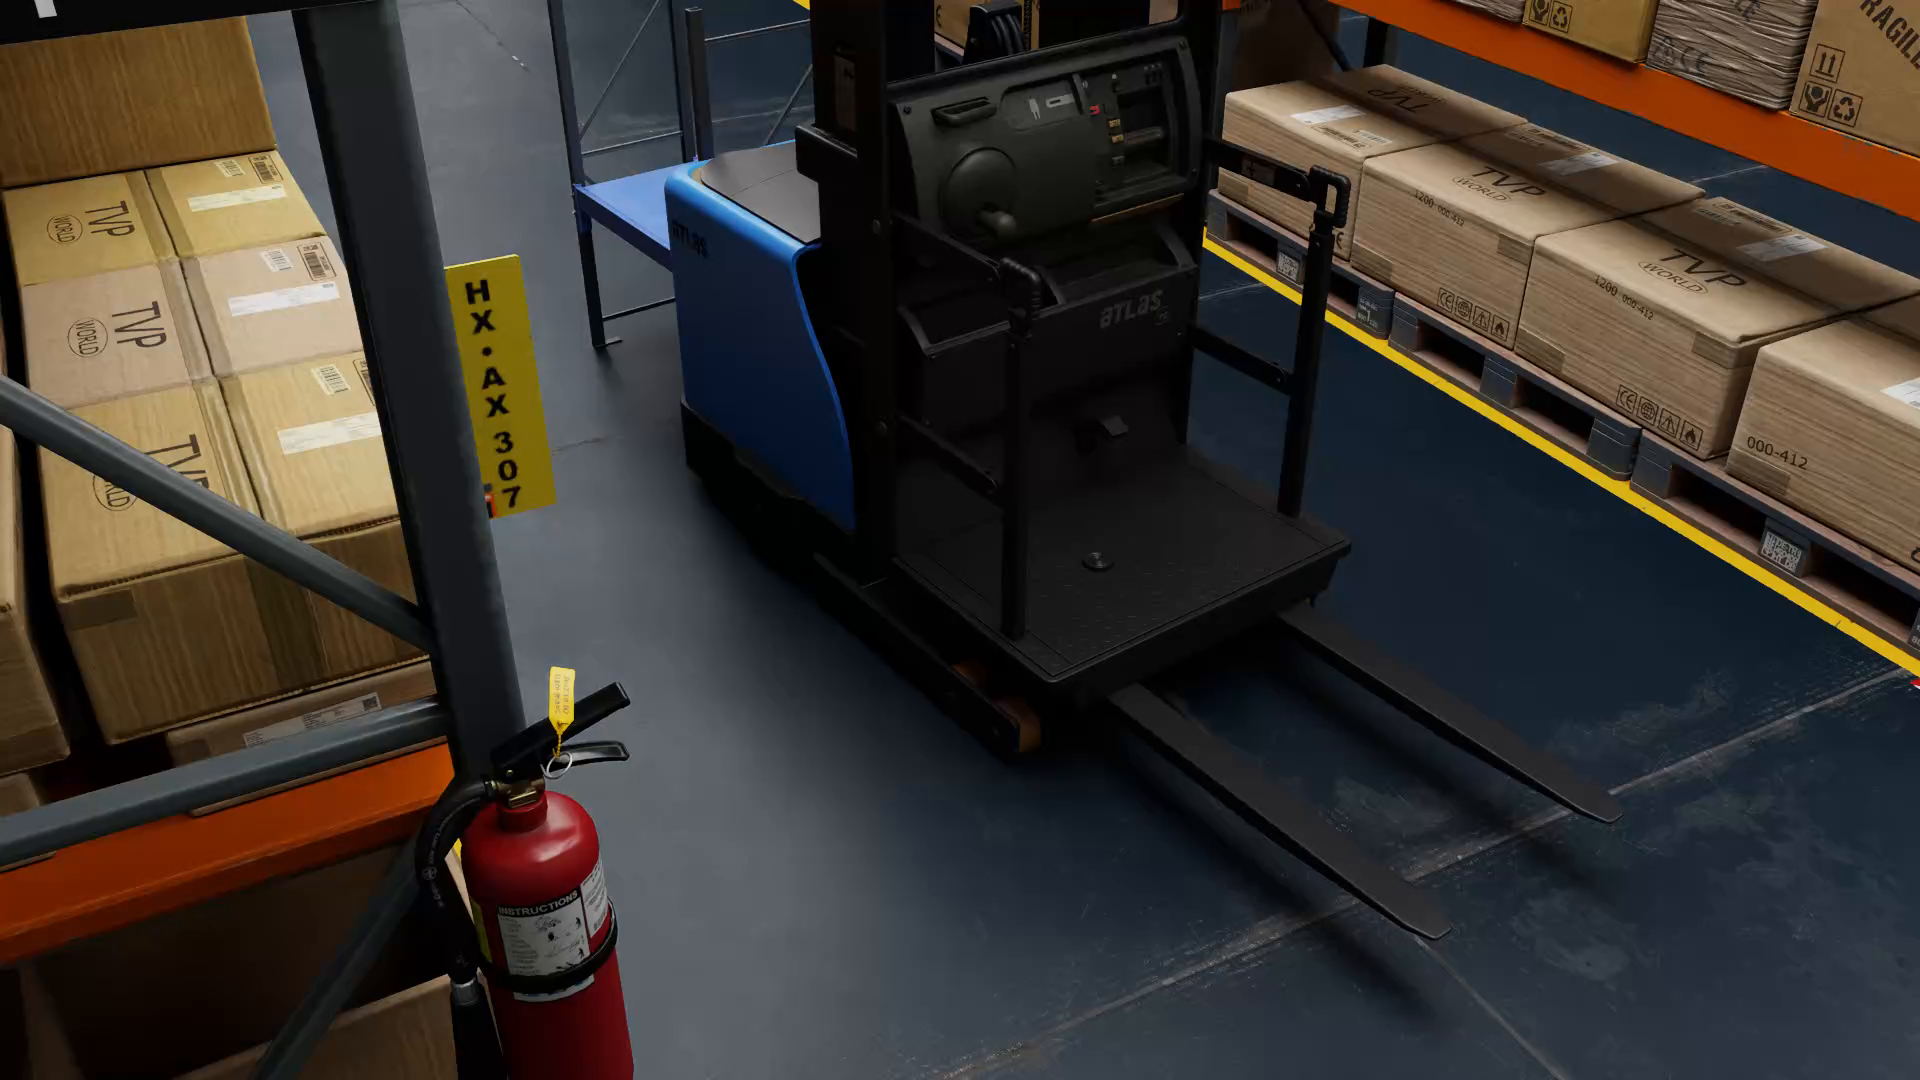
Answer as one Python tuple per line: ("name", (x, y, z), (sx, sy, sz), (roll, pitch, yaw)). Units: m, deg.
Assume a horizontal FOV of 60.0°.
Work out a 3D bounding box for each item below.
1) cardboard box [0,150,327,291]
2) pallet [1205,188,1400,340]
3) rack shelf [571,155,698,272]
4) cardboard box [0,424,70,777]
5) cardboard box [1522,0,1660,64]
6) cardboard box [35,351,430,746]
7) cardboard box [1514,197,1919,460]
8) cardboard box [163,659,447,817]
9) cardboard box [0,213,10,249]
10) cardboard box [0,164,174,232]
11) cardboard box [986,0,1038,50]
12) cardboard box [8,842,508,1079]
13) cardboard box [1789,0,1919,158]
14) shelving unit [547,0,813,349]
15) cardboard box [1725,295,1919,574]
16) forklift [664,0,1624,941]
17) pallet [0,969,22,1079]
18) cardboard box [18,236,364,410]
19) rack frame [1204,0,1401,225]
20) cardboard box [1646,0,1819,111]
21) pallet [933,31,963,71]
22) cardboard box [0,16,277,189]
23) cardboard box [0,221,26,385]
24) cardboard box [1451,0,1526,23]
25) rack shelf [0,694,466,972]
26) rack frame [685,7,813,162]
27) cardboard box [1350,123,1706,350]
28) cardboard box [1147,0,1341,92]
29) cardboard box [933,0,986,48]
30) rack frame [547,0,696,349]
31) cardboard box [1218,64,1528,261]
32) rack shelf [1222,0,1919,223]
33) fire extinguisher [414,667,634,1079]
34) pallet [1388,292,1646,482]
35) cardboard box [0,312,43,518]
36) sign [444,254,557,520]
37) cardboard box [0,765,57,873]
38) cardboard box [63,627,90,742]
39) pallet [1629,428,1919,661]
("cardboard box", (-1.467, -0.498, 3.110), (0.500, 0.250, 0.500), (-17, 36, -24))
("pallet", (1.791, -1.272, 7.040), (1.003, 0.211, 1.213), (-16, 36, -23))
("rack shelf", (-0.907, -1.082, 5.882), (0.538, 0.185, 1.000), (-22, 39, -30))
("cardboard box", (-1.468, 0.115, 2.153), (0.500, 0.250, 0.500), (-15, 36, -22))
("cardboard box", (2.190, -1.855, 5.273), (0.500, 0.500, 0.500), (-15, 35, -22))
("cardboard box", (-0.992, -0.016, 2.358), (0.500, 0.250, 0.500), (-16, 36, -23))
("cardboard box", (2.540, -0.743, 5.614), (0.875, 0.438, 0.875), (-15, 36, -22))
("cardboard box", (-0.930, 0.210, 2.374), (0.380, 0.149, 0.250), (-16, 36, -23))
("cardboard box", (-2.178, -0.618, 3.298), (0.500, 0.250, 0.500), (-16, 36, -23))
("cardboard box", (-1.724, -0.737, 3.482), (0.500, 0.250, 0.500), (-17, 36, -24))
("cardboard box", (0.717, -2.816, 8.445), (0.875, 0.875, 0.875), (-15, 36, -22))
("cardboard box", (-1.221, 0.889, 3.007), (0.797, 0.503, 0.637), (-17, 37, -25))
("cardboard box", (2.690, -1.369, 4.514), (0.500, 0.500, 0.500), (-17, 36, -24))
("shelving unit", (-0.907, -1.234, 5.785), (0.538, 1.500, 1.048), (-22, 39, -30))
("cardboard box", (2.974, -0.308, 4.936), (0.875, 0.438, 0.875), (-17, 36, -25))
("forklift", (0.372, -0.963, 4.037), (1.130, 2.935, 3.031), (-22, 39, -30))
("pallet", (-1.427, 1.088, 3.356), (1.003, 0.211, 1.213), (-16, 36, -23))
("cardboard box", (-1.228, -0.257, 2.733), (0.500, 0.250, 0.500), (-15, 36, -23))
("rack frame", (1.505, -2.829, 6.885), (1.000, 3.000, 0.127), (-16, 36, -23))
("cardboard box", (2.442, -1.612, 4.893), (0.500, 0.500, 0.500), (-15, 36, -22))
("pallet", (0.506, -2.587, 9.092), (1.003, 0.211, 1.213), (-16, 36, -23))
("cardboard box", (-1.692, -1.048, 3.273), (0.500, 0.500, 0.500), (-15, 36, -22))
("cardboard box", (-1.935, -0.369, 2.908), (0.500, 0.250, 0.500), (-15, 35, -22))
("cardboard box", (1.950, -2.101, 5.656), (0.500, 0.500, 0.500), (-16, 36, -23))
("rack shelf", (-1.952, -0.321, 3.638), (1.077, 0.370, 4.000), (-16, 36, -23))
("rack frame", (-0.605, -1.013, 5.441), (0.500, 1.500, 0.032), (-22, 39, -30))
("cardboard box", (2.121, -1.173, 6.287), (0.875, 0.438, 0.875), (-17, 36, -24))
("cardboard box", (1.145, -2.387, 7.775), (0.875, 0.875, 0.875), (-15, 35, -22))
("cardboard box", (0.301, -3.243, 9.111), (0.875, 0.875, 0.875), (-15, 36, -23))
("rack frame", (-1.209, -1.454, 6.129), (0.500, 1.500, 0.032), (-22, 39, -30))
("cardboard box", (1.703, -1.600, 6.953), (0.875, 0.438, 0.875), (-16, 36, -24))
("rack shelf", (2.438, -1.572, 5.589), (1.077, 0.370, 4.000), (-16, 36, -23))
("fire extinguisher", (-0.542, 0.474, 2.147), (0.296, 0.674, 0.183), (-16, 36, -23))
("pallet", (2.363, -0.689, 6.130), (1.003, 0.211, 1.213), (-16, 36, -23))
("cardboard box", (-1.708, -0.131, 2.537), (0.500, 0.250, 0.500), (-16, 36, -23))
("sign", (-0.539, -0.171, 1.934), (0.100, 0.325, 0.005), (-16, 36, -23))
("cardboard box", (-1.411, 0.345, 2.163), (0.380, 0.149, 0.250), (-16, 36, -24))
("cardboard box", (-1.475, 0.209, 2.377), (0.380, 0.149, 0.250), (-15, 35, -22))
("pallet", (2.928, -0.108, 5.223), (1.003, 0.211, 1.213), (-16, 36, -23))
